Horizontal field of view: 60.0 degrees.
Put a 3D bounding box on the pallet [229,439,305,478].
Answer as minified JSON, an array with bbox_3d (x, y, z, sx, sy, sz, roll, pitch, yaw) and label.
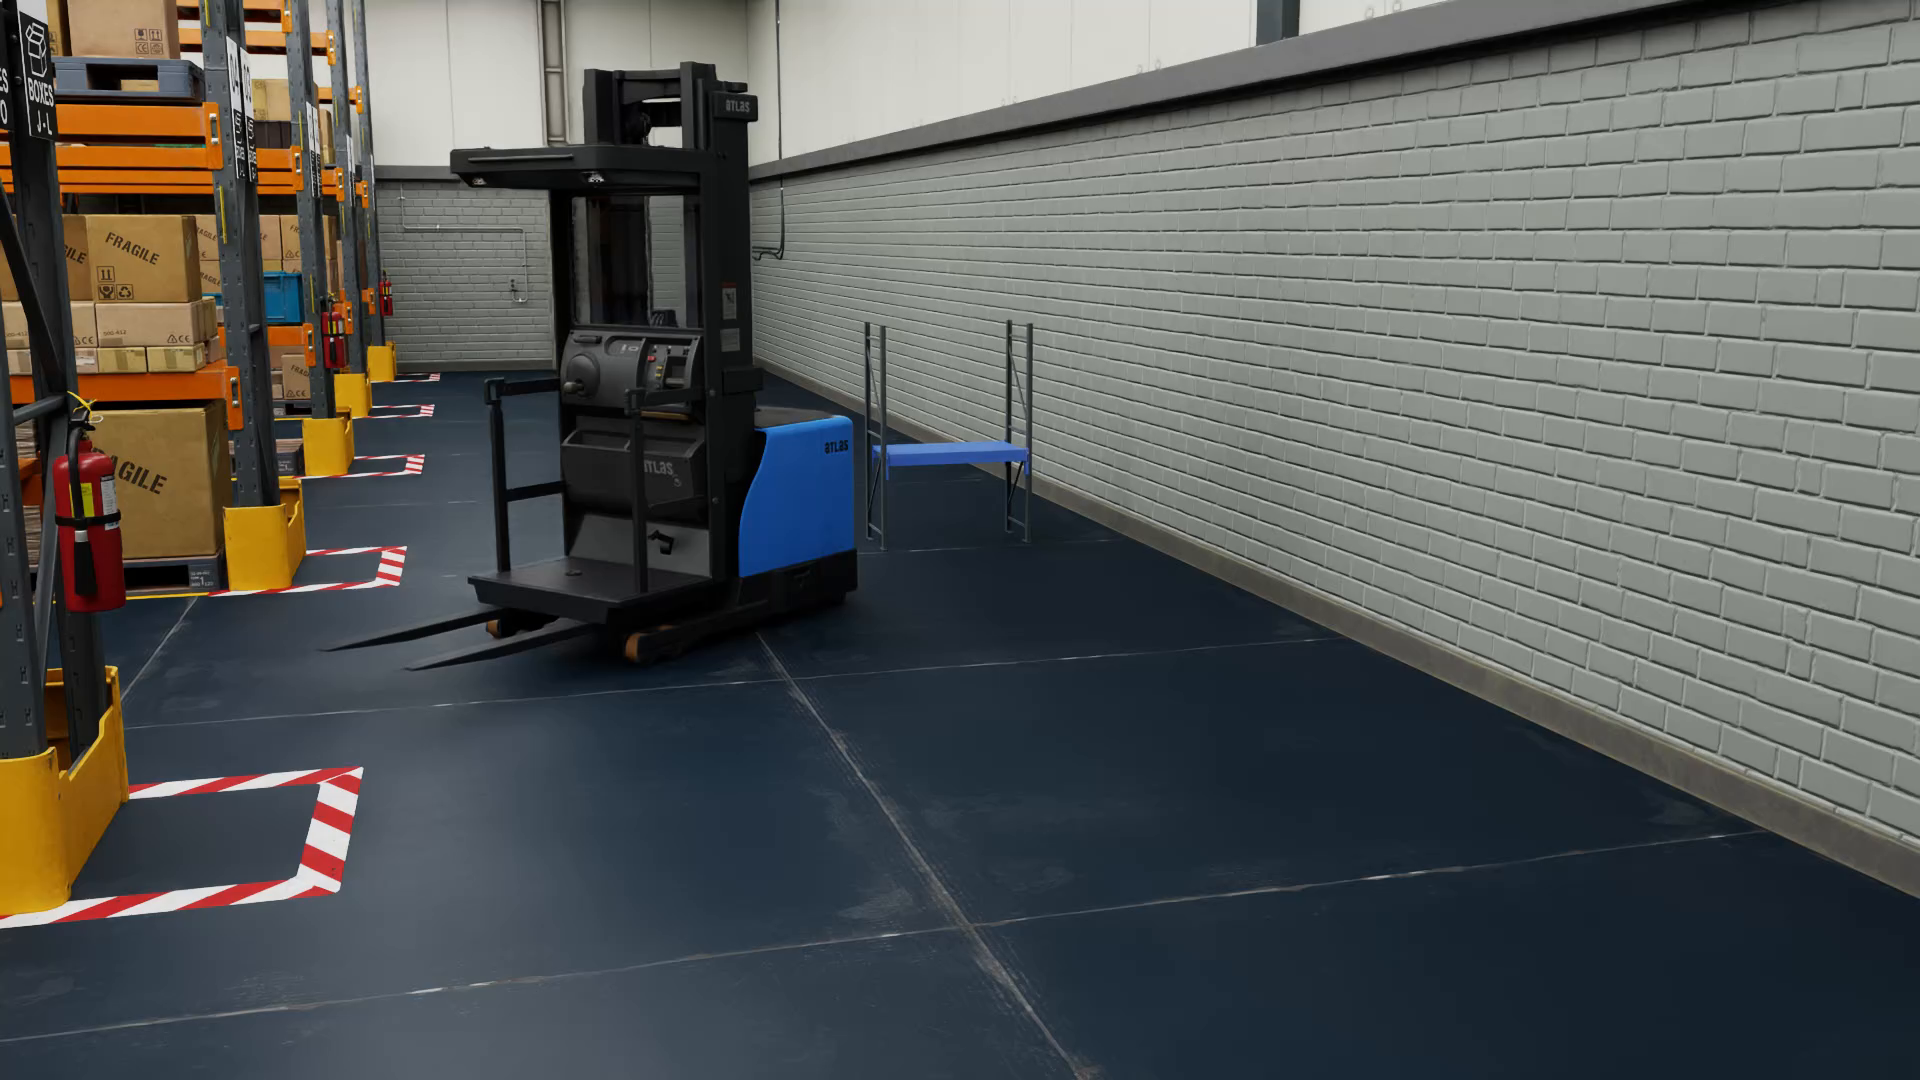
[{"bbox_3d":[-6.556,-0.731,14.934,1.213,0.211,1.003,-3,11,-16],"label":"pallet"}]

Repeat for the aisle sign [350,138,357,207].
[{"bbox_3d":[-7.151,-4.332,19.611,0.004,0.787,0.394,-3,11,-16],"label":"aisle sign"}]

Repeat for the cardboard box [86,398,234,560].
[{"bbox_3d":[-4.962,-0.392,10.097,0.875,0.875,0.875,-3,11,-16],"label":"cardboard box"}]

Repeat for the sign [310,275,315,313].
[{"bbox_3d":[-5.584,-2.123,14.342,0.005,0.325,0.100,-3,11,-16],"label":"sign"}]

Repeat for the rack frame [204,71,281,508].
[{"bbox_3d":[-4.369,-1.276,10.194,0.127,3.000,1.000,-3,11,-16],"label":"rack frame"}]

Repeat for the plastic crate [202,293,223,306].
[{"bbox_3d":[-6.715,-2.096,14.943,0.300,0.233,0.416,-3,11,-16],"label":"plastic crate"}]

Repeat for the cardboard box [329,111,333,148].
[{"bbox_3d":[-9.291,-5.891,23.881,0.500,0.500,0.500,-3,11,-18],"label":"cardboard box"}]

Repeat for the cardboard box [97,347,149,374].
[{"bbox_3d":[-4.868,-1.064,9.735,0.250,0.149,0.380,-3,11,-15],"label":"cardboard box"}]

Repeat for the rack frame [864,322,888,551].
[{"bbox_3d":[-0.570,-0.708,11.247,0.032,1.500,0.500,-3,11,-16],"label":"rack frame"}]

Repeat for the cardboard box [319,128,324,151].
[{"bbox_3d":[-7.701,-4.665,19.351,0.500,0.250,0.500,-3,11,-16],"label":"cardboard box"}]

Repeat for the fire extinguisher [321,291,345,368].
[{"bbox_3d":[-5.482,-1.845,14.525,0.183,0.674,0.296,-3,11,-16],"label":"fire extinguisher"}]

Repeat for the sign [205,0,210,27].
[{"bbox_3d":[-4.231,-3.053,9.334,0.005,0.325,0.100,-3,11,-16],"label":"sign"}]

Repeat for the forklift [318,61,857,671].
[{"bbox_3d":[-1.827,-0.919,8.445,1.130,2.935,3.031,7,12,33],"label":"forklift"}]

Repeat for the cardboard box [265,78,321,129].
[{"bbox_3d":[-7.623,-4.986,19.022,0.500,0.500,0.700,-3,11,-16],"label":"cardboard box"}]

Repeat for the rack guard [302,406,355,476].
[{"bbox_3d":[-5.734,-0.911,15.117,0.348,0.500,1.175,-3,11,-16],"label":"rack guard"}]

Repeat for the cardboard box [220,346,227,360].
[{"bbox_3d":[-10.640,-2.705,23.698,0.500,0.500,0.700,-3,11,-15],"label":"cardboard box"}]

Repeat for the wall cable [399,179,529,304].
[{"bbox_3d":[-7.558,-4.588,25.380,1.851,1.984,0.084,-3,11,-16],"label":"wall cable"}]

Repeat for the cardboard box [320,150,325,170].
[{"bbox_3d":[-7.699,-4.418,19.391,0.500,0.250,0.500,-3,11,-16],"label":"cardboard box"}]

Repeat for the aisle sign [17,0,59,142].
[{"bbox_3d":[-3.094,-1.743,5.551,0.004,0.787,0.394,-3,11,-16],"label":"aisle sign"}]

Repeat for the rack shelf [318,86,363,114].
[{"bbox_3d":[-10.443,-6.158,23.235,4.000,0.370,1.077,-3,11,-16],"label":"rack shelf"}]

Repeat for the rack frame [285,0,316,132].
[{"bbox_3d":[-5.754,-5.088,14.328,0.127,3.000,1.000,-3,11,-16],"label":"rack frame"}]

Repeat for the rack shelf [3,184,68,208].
[{"bbox_3d":[-14.284,-4.677,22.371,4.000,0.370,1.077,-3,11,-16],"label":"rack shelf"}]

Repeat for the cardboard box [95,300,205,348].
[{"bbox_3d":[-4.761,-1.278,9.797,0.500,0.250,0.500,-3,11,-17],"label":"cardboard box"}]

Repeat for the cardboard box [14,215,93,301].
[{"bbox_3d":[-5.386,-1.715,10.099,0.500,0.500,0.500,-3,11,-17],"label":"cardboard box"}]

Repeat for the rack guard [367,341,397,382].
[{"bbox_3d":[-8.500,-2.631,24.459,0.348,0.500,1.175,-3,11,-16],"label":"rack guard"}]

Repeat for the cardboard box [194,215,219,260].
[{"bbox_3d":[-8.466,-3.416,18.782,0.500,0.500,0.500,-3,11,-14],"label":"cardboard box"}]

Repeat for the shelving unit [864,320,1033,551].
[{"bbox_3d":[-0.082,-0.733,11.387,1.048,1.500,0.538,-3,11,-16],"label":"shelving unit"}]

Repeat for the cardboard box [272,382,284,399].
[{"bbox_3d":[-8.002,-1.746,19.358,0.250,0.166,0.380,-3,11,-16],"label":"cardboard box"}]

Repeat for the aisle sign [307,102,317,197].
[{"bbox_3d":[-5.603,-3.369,14.379,0.004,0.787,0.394,-3,11,-16],"label":"aisle sign"}]

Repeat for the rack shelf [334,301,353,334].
[{"bbox_3d":[-9.055,-2.544,19.065,4.000,0.370,1.077,-3,11,-16],"label":"rack shelf"}]

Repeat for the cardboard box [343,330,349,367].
[{"bbox_3d":[-9.167,-2.784,24.128,0.500,0.500,0.700,-3,11,-16],"label":"cardboard box"}]

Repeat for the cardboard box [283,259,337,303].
[{"bbox_3d":[-7.489,-2.978,19.161,0.500,0.500,0.500,-3,11,-14],"label":"cardboard box"}]

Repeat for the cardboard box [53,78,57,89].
[{"bbox_3d":[-9.999,-4.844,18.252,0.500,0.500,0.700,-3,11,-16],"label":"cardboard box"}]

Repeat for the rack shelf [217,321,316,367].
[{"bbox_3d":[-7.674,-1.682,14.387,4.000,0.370,1.077,-3,11,-16],"label":"rack shelf"}]

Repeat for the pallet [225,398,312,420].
[{"bbox_3d":[-7.973,-1.583,19.561,1.213,0.211,1.003,-3,11,-16],"label":"pallet"}]

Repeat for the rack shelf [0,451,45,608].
[{"bbox_3d":[-5.000,0.046,4.999,4.000,0.370,1.077,-3,11,-16],"label":"rack shelf"}]

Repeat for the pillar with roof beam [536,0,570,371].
[{"bbox_3d":[-4.969,-6.349,21.177,0.400,9.000,9.100,-3,11,-16],"label":"pillar with roof beam"}]

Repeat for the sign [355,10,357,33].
[{"bbox_3d":[-8.385,-7.213,23.075,0.005,0.325,0.100,-3,11,-16],"label":"sign"}]

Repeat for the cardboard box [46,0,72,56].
[{"bbox_3d":[-5.428,-3.013,9.632,0.500,0.500,0.700,-3,11,-18],"label":"cardboard box"}]

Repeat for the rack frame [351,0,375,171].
[{"bbox_3d":[-8.523,-6.810,23.683,0.127,3.000,1.000,-3,11,-16],"label":"rack frame"}]

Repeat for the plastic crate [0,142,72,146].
[{"bbox_3d":[-7.668,-3.335,13.821,0.530,0.136,0.437,-3,11,-16],"label":"plastic crate"}]

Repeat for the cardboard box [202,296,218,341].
[{"bbox_3d":[-4.906,-1.371,10.304,0.500,0.250,0.500,-3,11,-17],"label":"cardboard box"}]

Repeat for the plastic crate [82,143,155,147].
[{"bbox_3d":[-7.297,-3.552,14.445,0.767,0.338,0.504,-3,11,-16],"label":"plastic crate"}]

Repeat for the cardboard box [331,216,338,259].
[{"bbox_3d":[-7.634,-3.563,19.577,0.500,0.500,0.500,-3,11,-14],"label":"cardboard box"}]
